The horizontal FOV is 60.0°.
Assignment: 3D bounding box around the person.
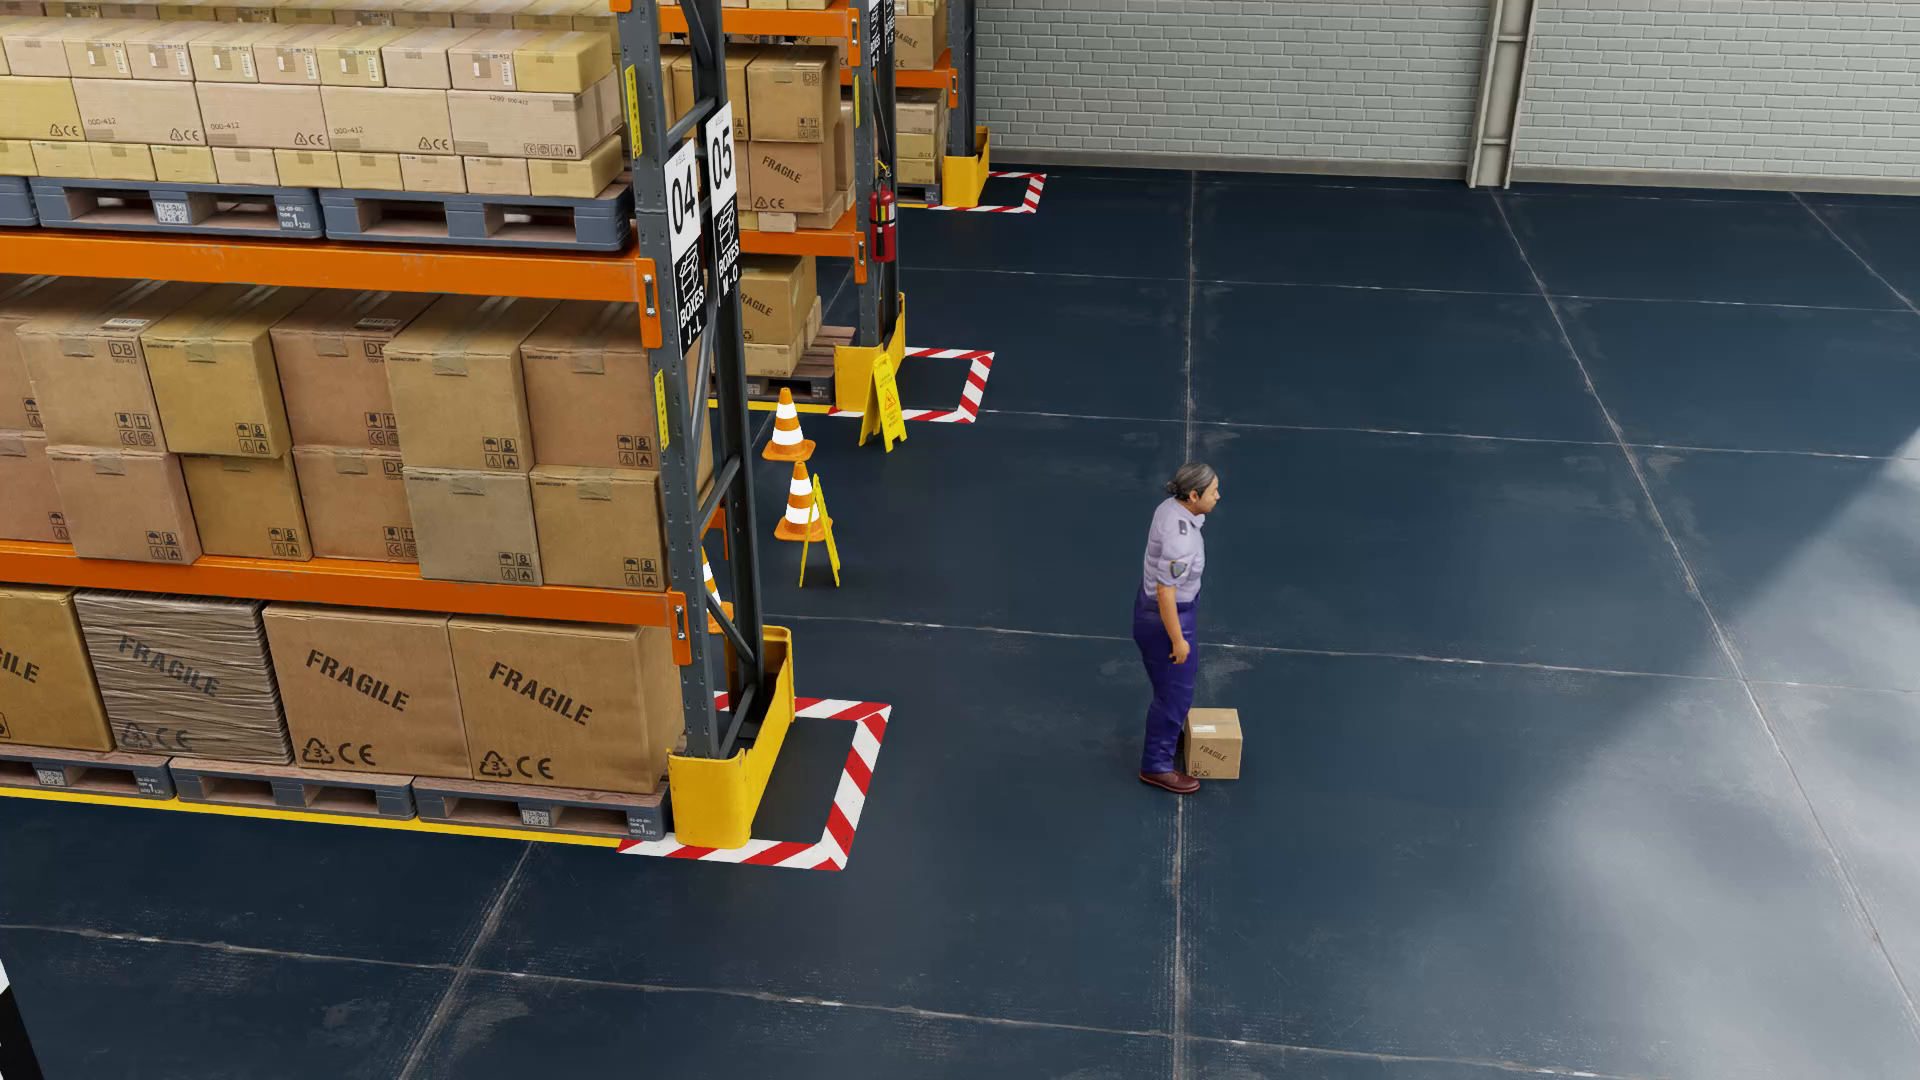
[{"bbox_3d":[1.035,0.382,7.930,0.414,1.652,0.538,4,29,7],"label":"person"}]
